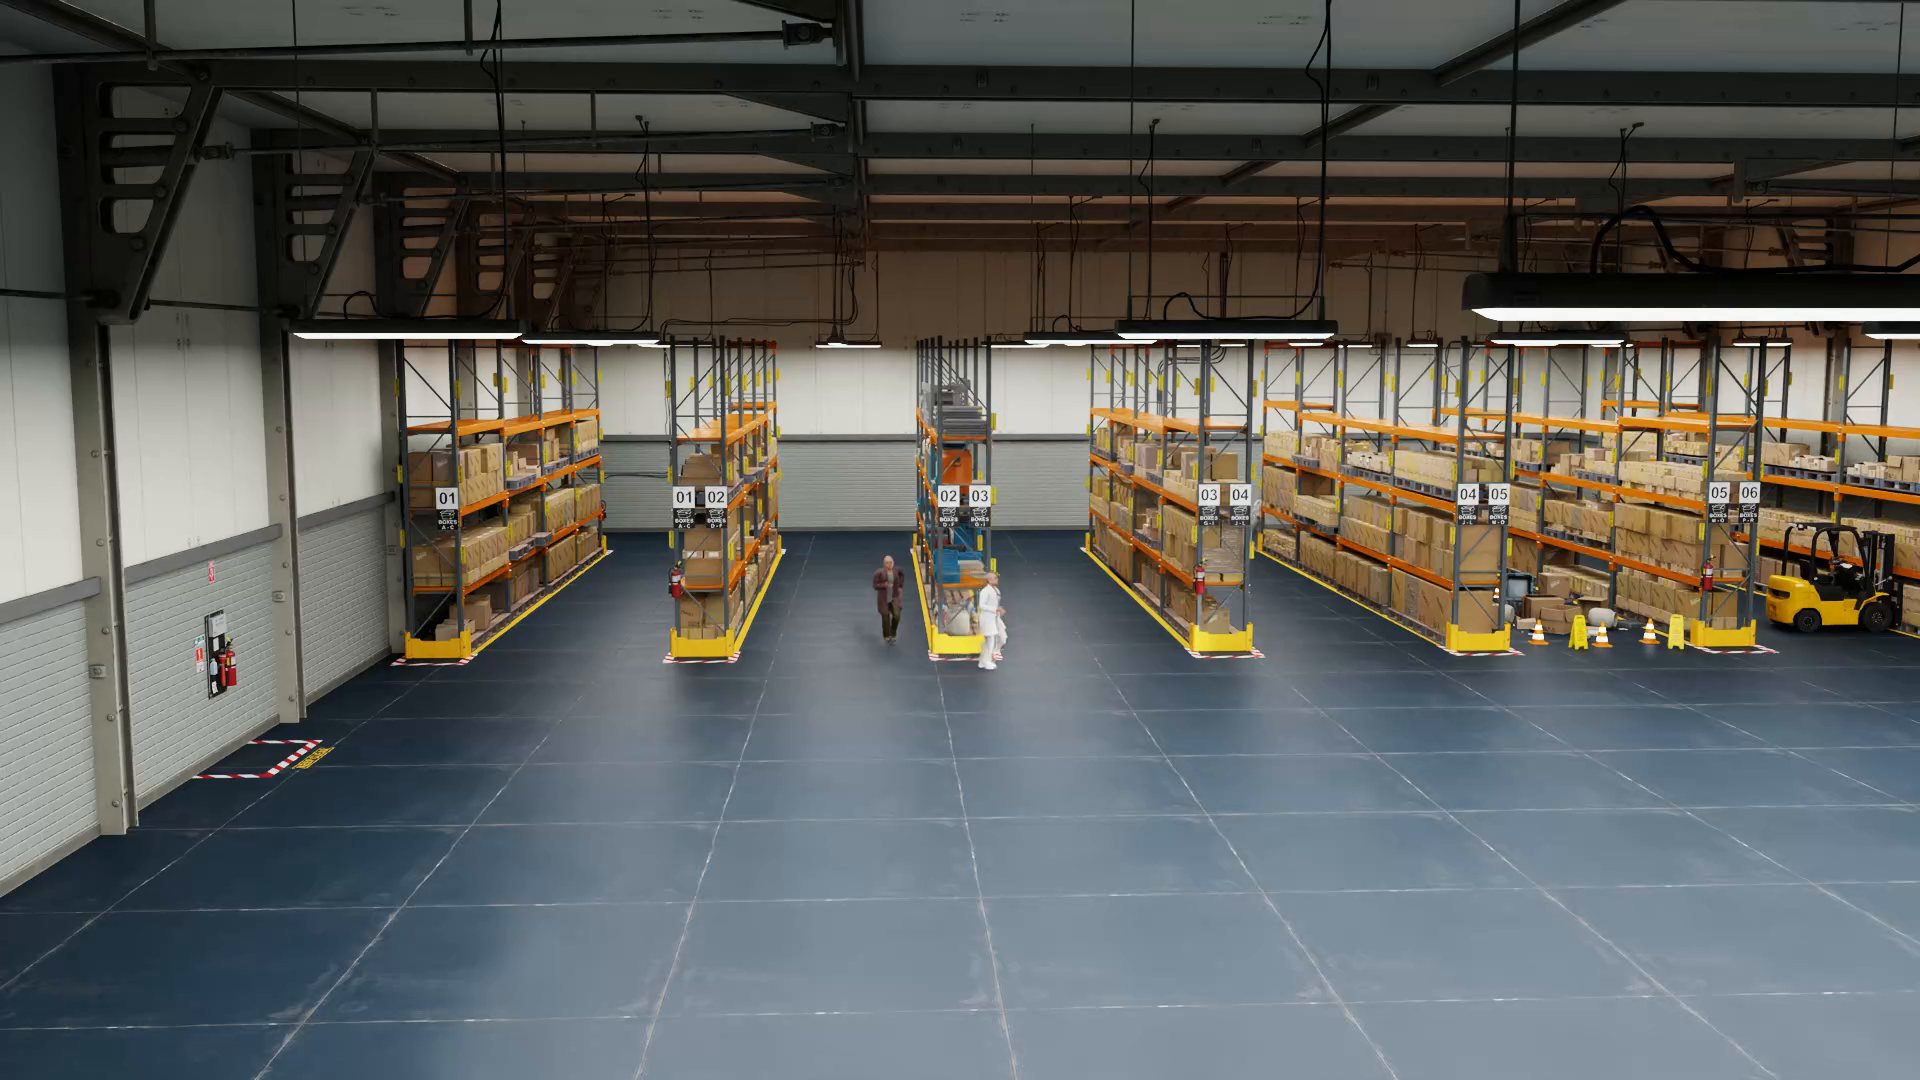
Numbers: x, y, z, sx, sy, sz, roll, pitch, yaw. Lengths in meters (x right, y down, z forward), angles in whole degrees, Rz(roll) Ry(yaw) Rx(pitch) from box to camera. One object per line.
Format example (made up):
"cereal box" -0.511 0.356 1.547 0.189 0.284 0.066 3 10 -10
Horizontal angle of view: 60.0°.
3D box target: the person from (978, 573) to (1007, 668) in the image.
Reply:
"person" 0.596 1.456 29.922 0.642 1.743 0.684 4 7 30

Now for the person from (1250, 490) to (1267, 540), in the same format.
"person" 8.686 -0.661 48.824 0.894 1.628 0.660 0 6 1

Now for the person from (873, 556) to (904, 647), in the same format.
"person" -1.370 1.188 32.258 0.660 1.781 0.884 -1 7 -11

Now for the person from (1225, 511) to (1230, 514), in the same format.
"person" 7.751 -0.504 47.877 0.521 1.594 0.728 2 7 18
